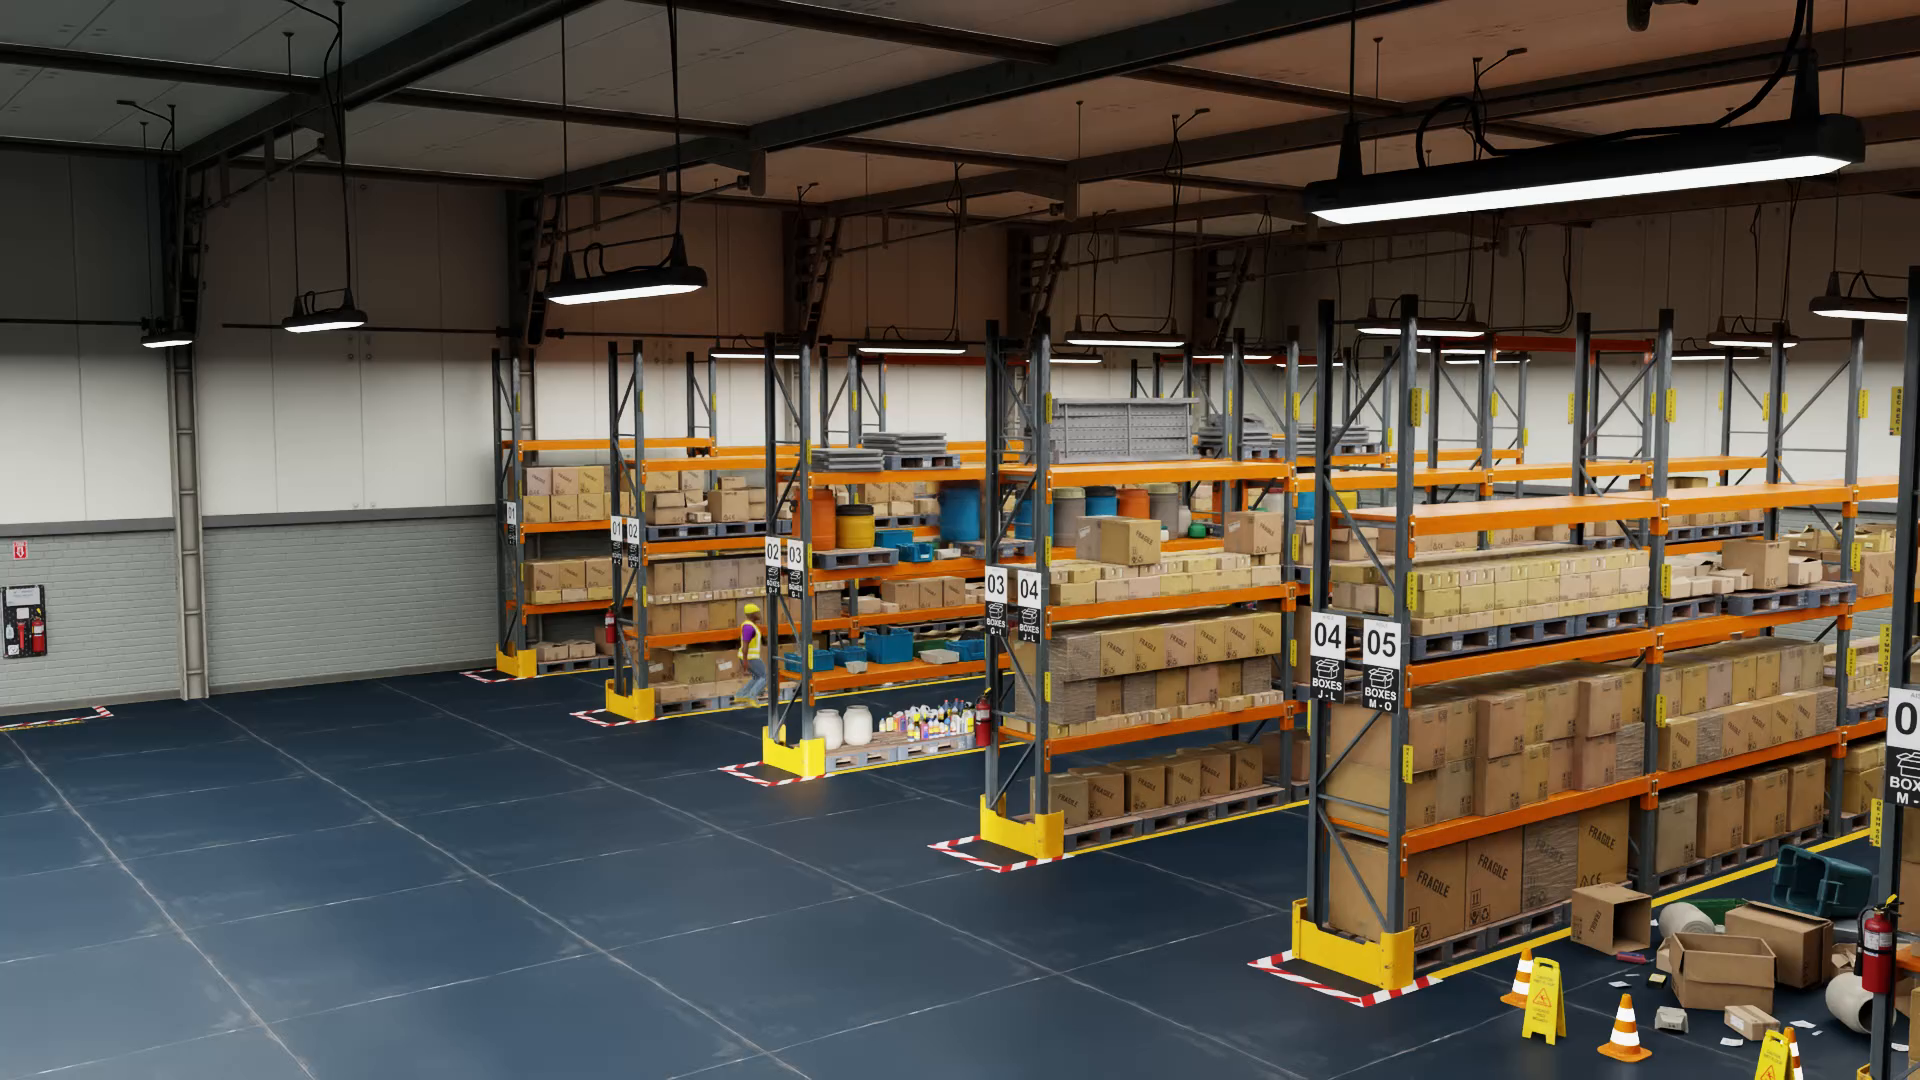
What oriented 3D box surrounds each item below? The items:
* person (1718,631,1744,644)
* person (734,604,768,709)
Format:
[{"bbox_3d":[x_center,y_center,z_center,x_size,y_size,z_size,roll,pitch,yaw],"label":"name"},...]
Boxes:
[{"bbox_3d":[11.438,2.119,24.618,0.500,1.781,0.598,-2,5,-22],"label":"person"},{"bbox_3d":[-3.318,1.831,26.391,0.583,1.641,0.578,-2,5,-23],"label":"person"}]
